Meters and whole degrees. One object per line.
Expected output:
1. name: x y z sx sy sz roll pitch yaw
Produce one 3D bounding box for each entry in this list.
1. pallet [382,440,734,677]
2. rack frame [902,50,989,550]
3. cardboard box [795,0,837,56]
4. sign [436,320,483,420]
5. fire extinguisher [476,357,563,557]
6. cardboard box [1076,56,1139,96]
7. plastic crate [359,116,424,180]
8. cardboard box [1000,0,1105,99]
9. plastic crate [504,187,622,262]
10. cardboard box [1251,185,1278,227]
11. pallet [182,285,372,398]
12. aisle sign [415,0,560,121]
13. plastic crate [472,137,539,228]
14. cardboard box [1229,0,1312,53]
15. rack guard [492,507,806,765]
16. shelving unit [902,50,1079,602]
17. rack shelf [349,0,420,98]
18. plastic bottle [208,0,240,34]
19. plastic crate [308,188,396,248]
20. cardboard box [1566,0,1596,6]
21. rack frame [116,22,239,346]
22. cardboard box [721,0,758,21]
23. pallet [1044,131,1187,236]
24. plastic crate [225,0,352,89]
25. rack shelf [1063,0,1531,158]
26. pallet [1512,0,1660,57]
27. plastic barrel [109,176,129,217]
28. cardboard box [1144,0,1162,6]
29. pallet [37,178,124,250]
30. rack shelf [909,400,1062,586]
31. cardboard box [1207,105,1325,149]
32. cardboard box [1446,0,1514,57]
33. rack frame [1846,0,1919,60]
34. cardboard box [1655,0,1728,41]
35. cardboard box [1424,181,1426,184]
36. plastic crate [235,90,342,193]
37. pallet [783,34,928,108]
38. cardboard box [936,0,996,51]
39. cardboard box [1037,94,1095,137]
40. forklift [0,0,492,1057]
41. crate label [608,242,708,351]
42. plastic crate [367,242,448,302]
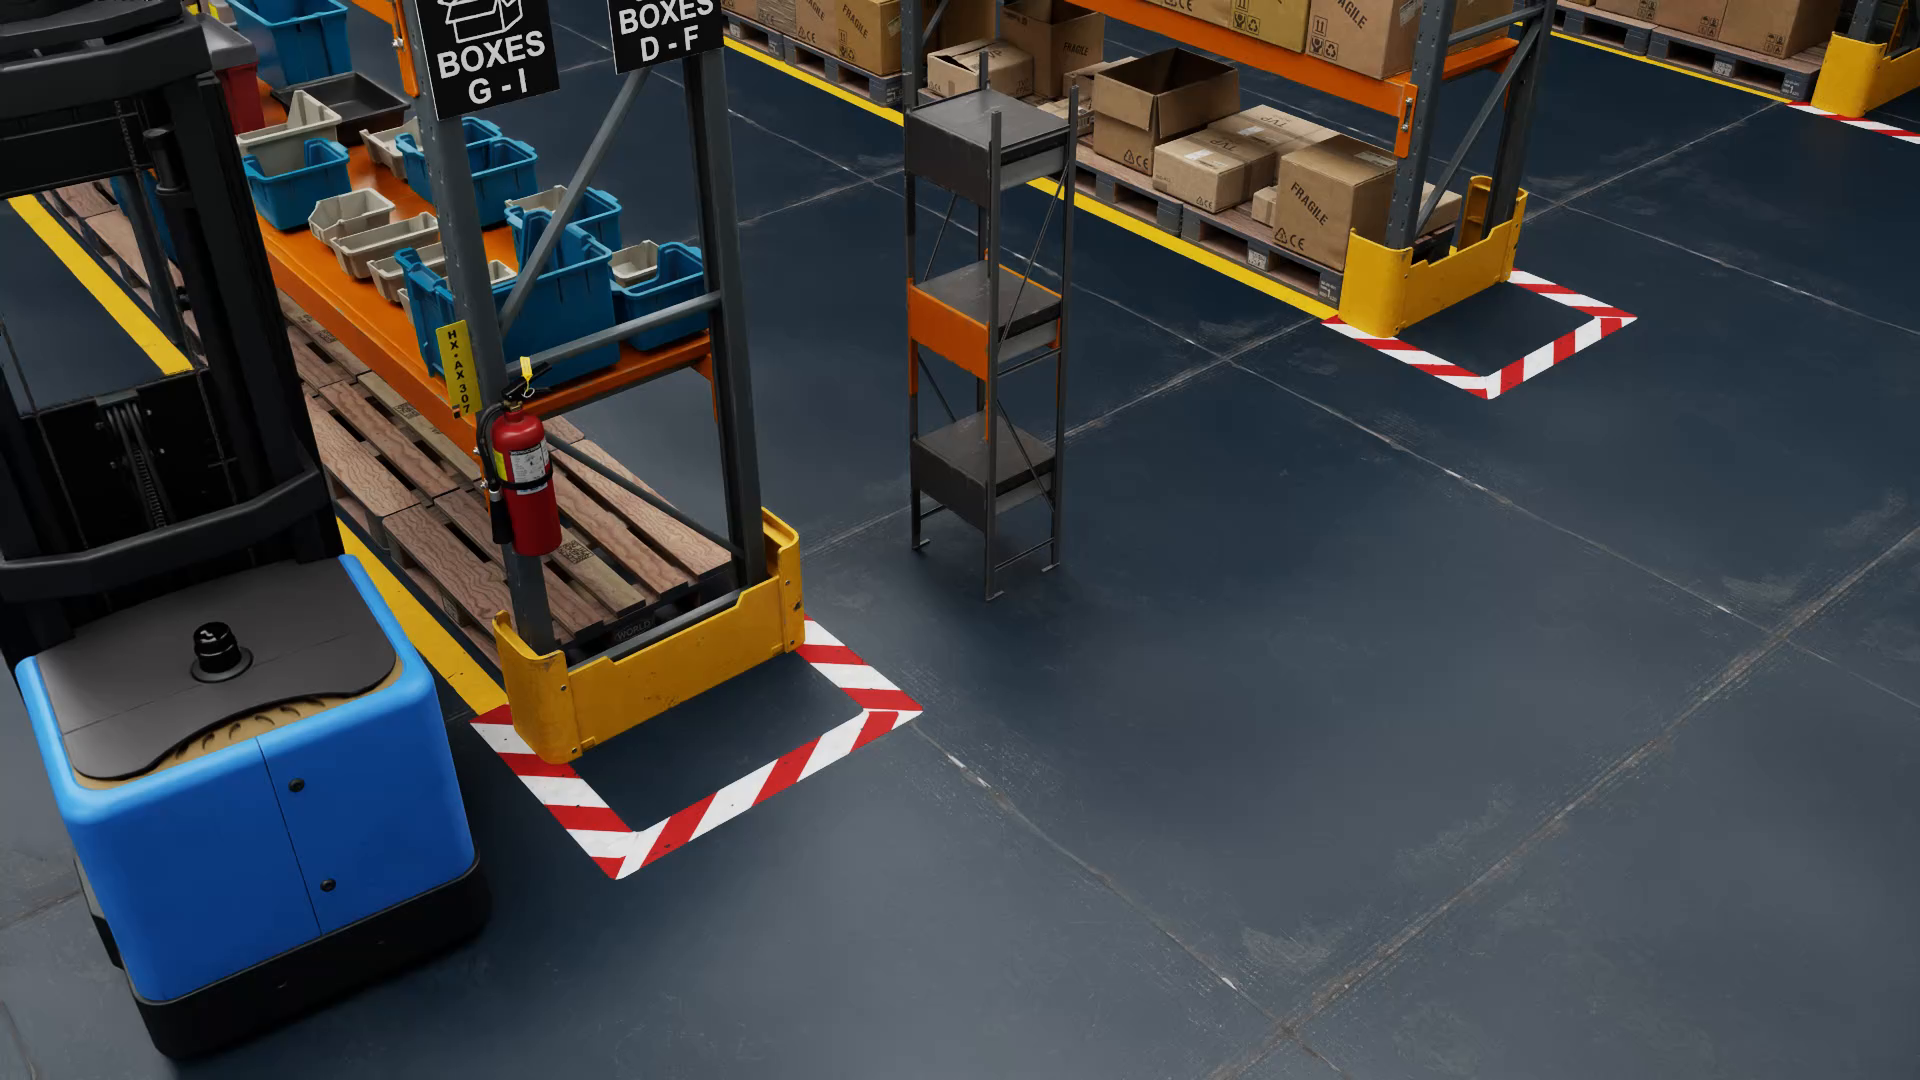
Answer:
1. pallet: -1.680 0.075 6.961 1.003 0.211 1.213 -26 43 -32
2. rack frame: -0.051 -0.892 6.692 0.400 2.100 0.015 -26 43 -32
3. cardboard box: -0.822 -3.788 11.785 0.500 0.500 0.500 -26 43 -32
4. sign: -1.587 -0.538 5.273 0.100 0.325 0.005 -26 43 -32
5. fire extinguisher: -1.427 -0.264 5.417 0.296 0.674 0.183 -26 43 -32
6. cardboard box: 1.096 -2.901 10.697 0.500 0.311 0.500 -26 43 -32
7. plastic crate: -2.405 -1.710 7.246 0.293 0.136 0.466 -26 43 -32
8. cardboard box: 0.612 -3.309 11.110 0.500 0.500 0.500 -26 43 -32
9. plastic crate: -1.510 -1.163 6.389 0.416 0.233 0.300 -26 43 -32
10. cardboard box: 1.878 -1.914 9.427 0.380 0.166 0.250 -26 43 -32
11. pallet: -3.254 -1.002 8.482 1.003 0.211 1.213 -26 43 -32
12. aisle sign: -1.354 -1.604 4.670 0.394 0.787 0.004 -26 43 -32
13. plastic crate: -1.934 -1.453 6.799 0.416 0.233 0.300 -26 43 -32
14. cardboard box: 1.775 -2.894 8.655 0.500 0.500 0.500 -26 43 -31
15. rack guard: -1.152 0.342 6.335 1.175 0.500 0.348 -26 43 -32
16. shelving unit: 0.107 -0.784 6.540 0.431 2.100 0.503 -26 43 -32
17. rack shelf: -2.468 -2.497 6.208 1.077 0.370 4.000 -26 43 -32
18. plastic bottle: -3.764 -2.724 8.543 0.144 0.351 0.185 -26 43 -32
19. plastic crate: -2.421 -1.264 6.616 0.298 0.136 0.250 -26 43 -32
20. cardboard box: 4.865 -4.477 12.776 0.700 0.500 0.500 -25 42 -31
21. rack frame: -3.758 -2.450 8.114 1.000 3.000 0.127 -26 43 -32
22. cardboard box: -1.475 -4.233 12.413 0.500 0.500 0.500 -28 44 -33
23. pallet: 1.262 -2.315 10.337 1.003 0.211 1.213 -26 43 -32
24. plastic crate: -3.196 -2.389 7.990 0.392 0.384 0.575 -26 43 -32
25. rack shelf: 1.319 -3.119 9.681 1.077 0.370 4.000 -26 43 -32
26. pallet: 5.032 -4.103 12.861 1.003 0.211 1.213 -26 43 -32
27. plastic barrel: -4.553 -2.324 9.389 0.600 0.901 0.708 -26 43 -32
28. cardboard box: 1.132 -3.339 9.283 0.500 0.500 0.500 -27 43 -32
29. pallet: -5.016 -2.207 10.184 1.003 0.211 1.213 -26 43 -32
30. rack shelf: 0.107 -0.201 6.952 0.431 0.518 0.480 -26 43 -32
31. cardboard box: 1.830 -2.375 10.006 0.500 0.250 0.500 -26 43 -32
32. cardboard box: 2.524 -2.865 8.613 0.500 0.500 0.500 -25 42 -31
33. rack frame: 6.391 -4.379 10.838 1.000 3.000 0.127 -26 43 -32
34. cardboard box: 5.540 -4.023 12.134 0.700 0.500 0.500 -26 43 -32
35. cardboard box: 2.440 -1.976 9.516 0.380 0.166 0.250 -26 43 -32
36. plastic crate: -2.914 -1.683 7.082 0.437 0.282 0.530 -26 43 -32
37. pallet: -0.526 -3.503 12.013 1.003 0.211 1.213 -26 43 -32
38. cardboard box: -0.098 -3.760 11.745 0.500 0.500 0.500 -28 44 -34
39. cardboard box: 0.700 -2.675 10.502 0.380 0.166 0.250 -26 43 -32
40. forklift: -2.763 -0.468 5.375 1.130 2.935 3.031 -21 40 -27
41. crate label: -1.085 -0.872 5.979 0.416 0.233 0.303 -26 43 -32
42. plastic crate: -2.018 -1.027 6.280 0.396 0.136 0.243 -26 43 -32
